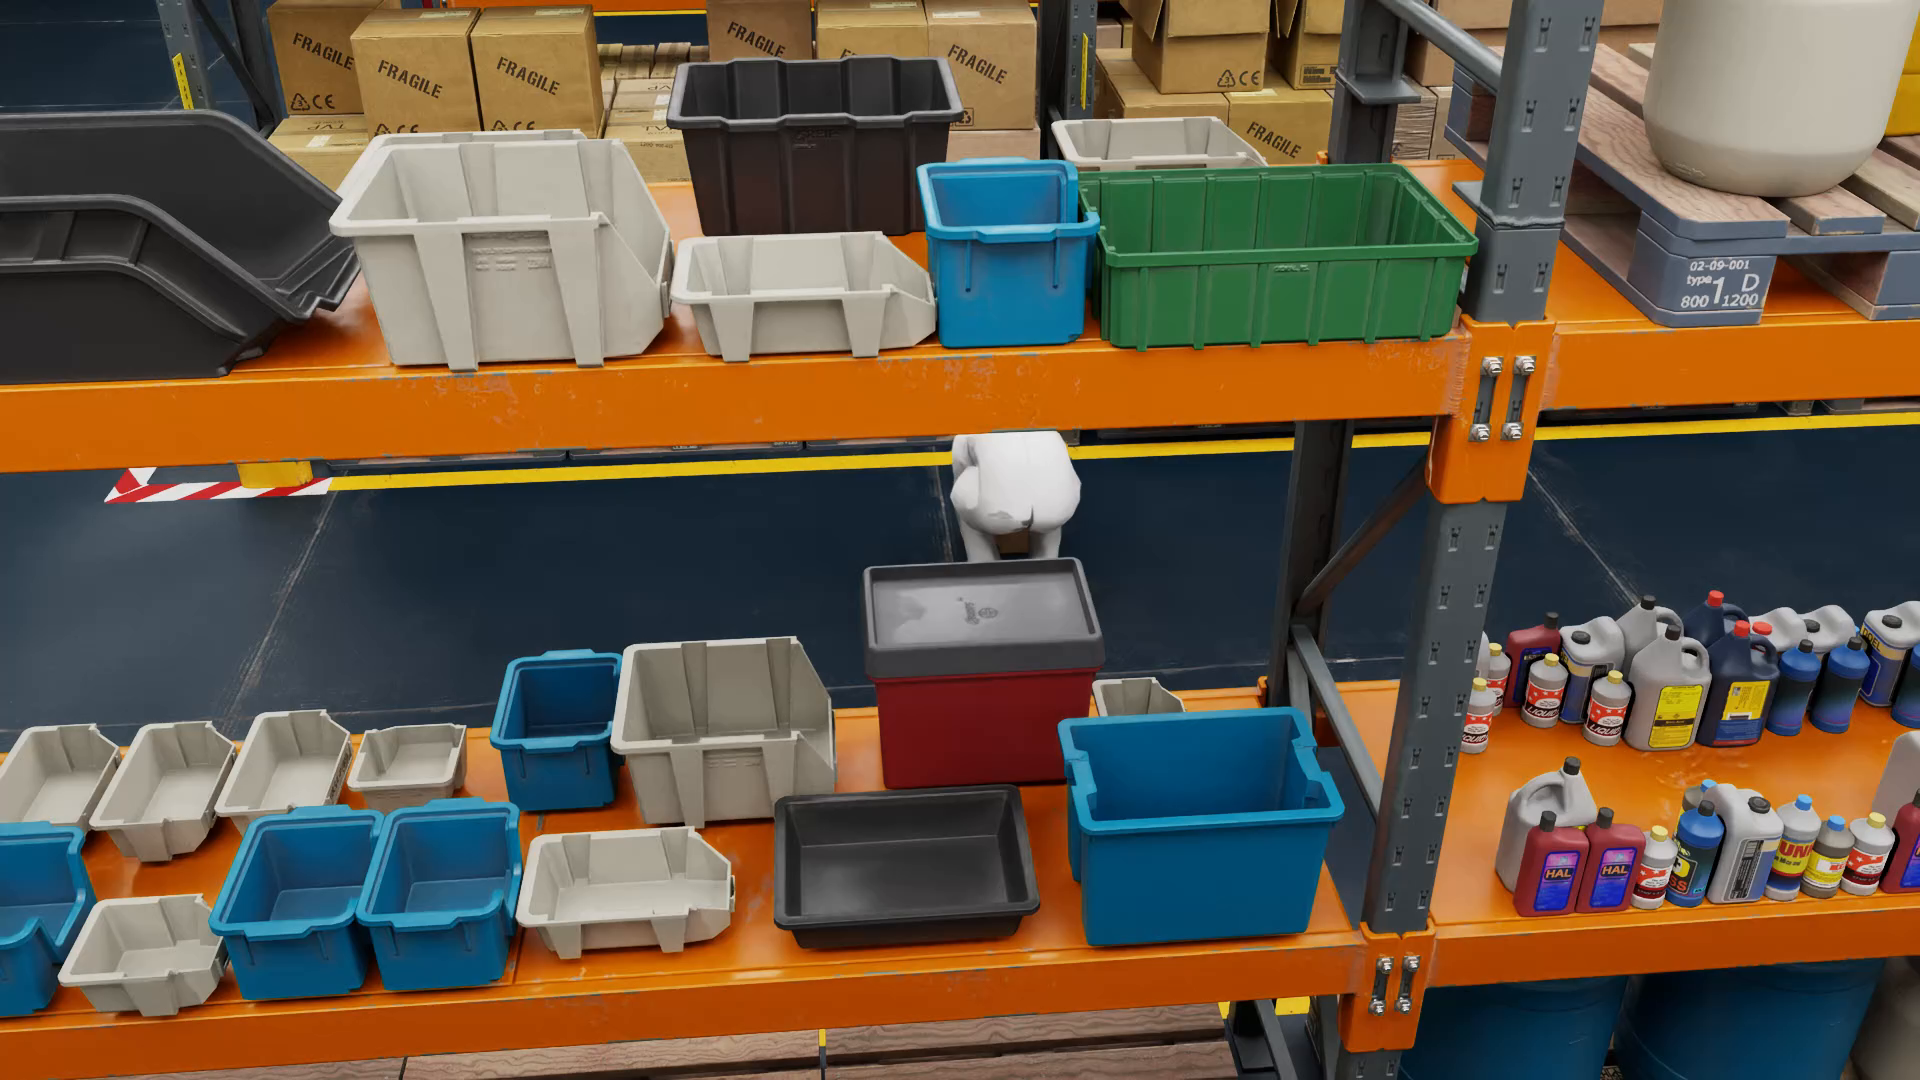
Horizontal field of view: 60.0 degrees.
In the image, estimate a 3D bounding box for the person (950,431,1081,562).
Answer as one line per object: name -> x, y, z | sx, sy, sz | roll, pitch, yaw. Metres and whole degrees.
person -> 0.232, -0.172, 7.377 | 0.582, 0.856, 0.953 | -4, 31, -6
